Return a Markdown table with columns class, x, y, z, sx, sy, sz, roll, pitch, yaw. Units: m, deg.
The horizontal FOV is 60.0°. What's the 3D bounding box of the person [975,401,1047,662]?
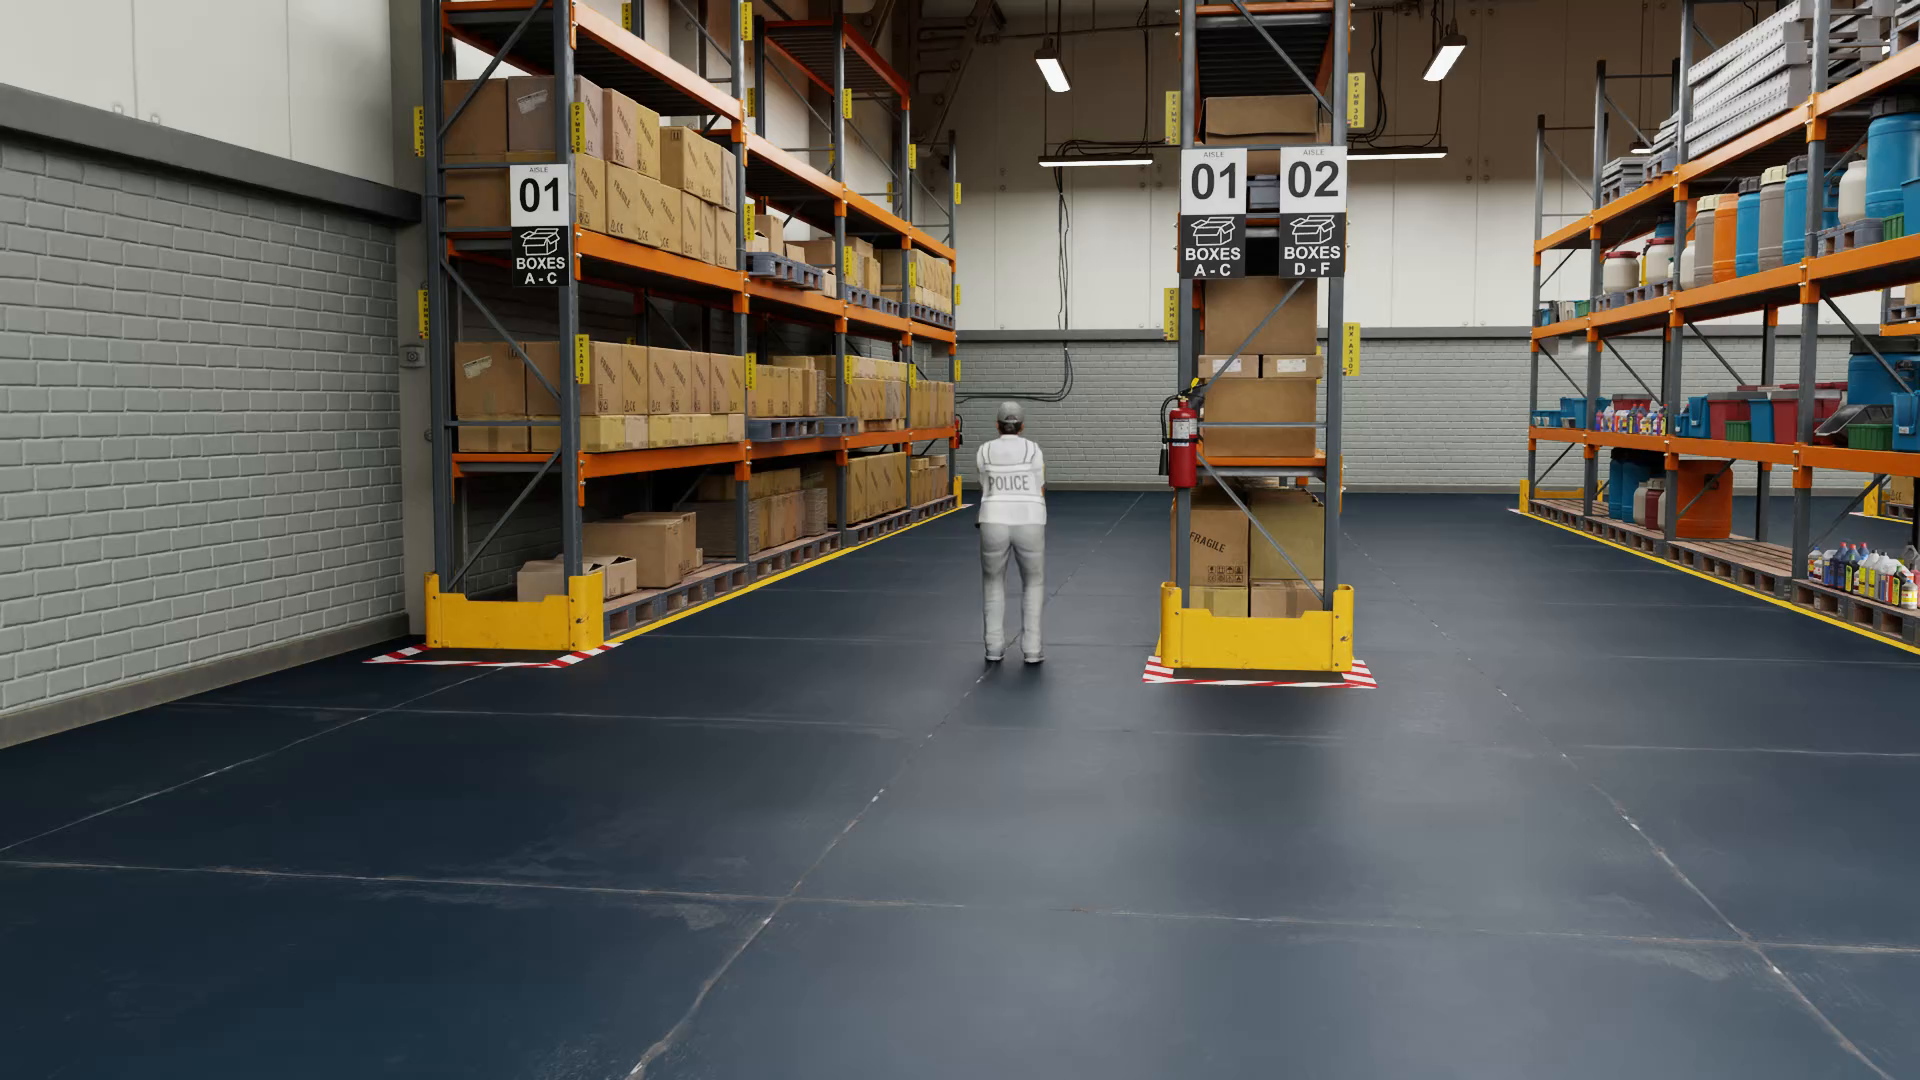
| class | x | y | z | sx | sy | sz | roll | pitch | yaw |
| --- | --- | --- | --- | --- | --- | --- | --- | --- | --- |
| person | 0.330 | -0.051 | 10.609 | 0.450 | 1.661 | 0.552 | 1 | 5 | 8 |
